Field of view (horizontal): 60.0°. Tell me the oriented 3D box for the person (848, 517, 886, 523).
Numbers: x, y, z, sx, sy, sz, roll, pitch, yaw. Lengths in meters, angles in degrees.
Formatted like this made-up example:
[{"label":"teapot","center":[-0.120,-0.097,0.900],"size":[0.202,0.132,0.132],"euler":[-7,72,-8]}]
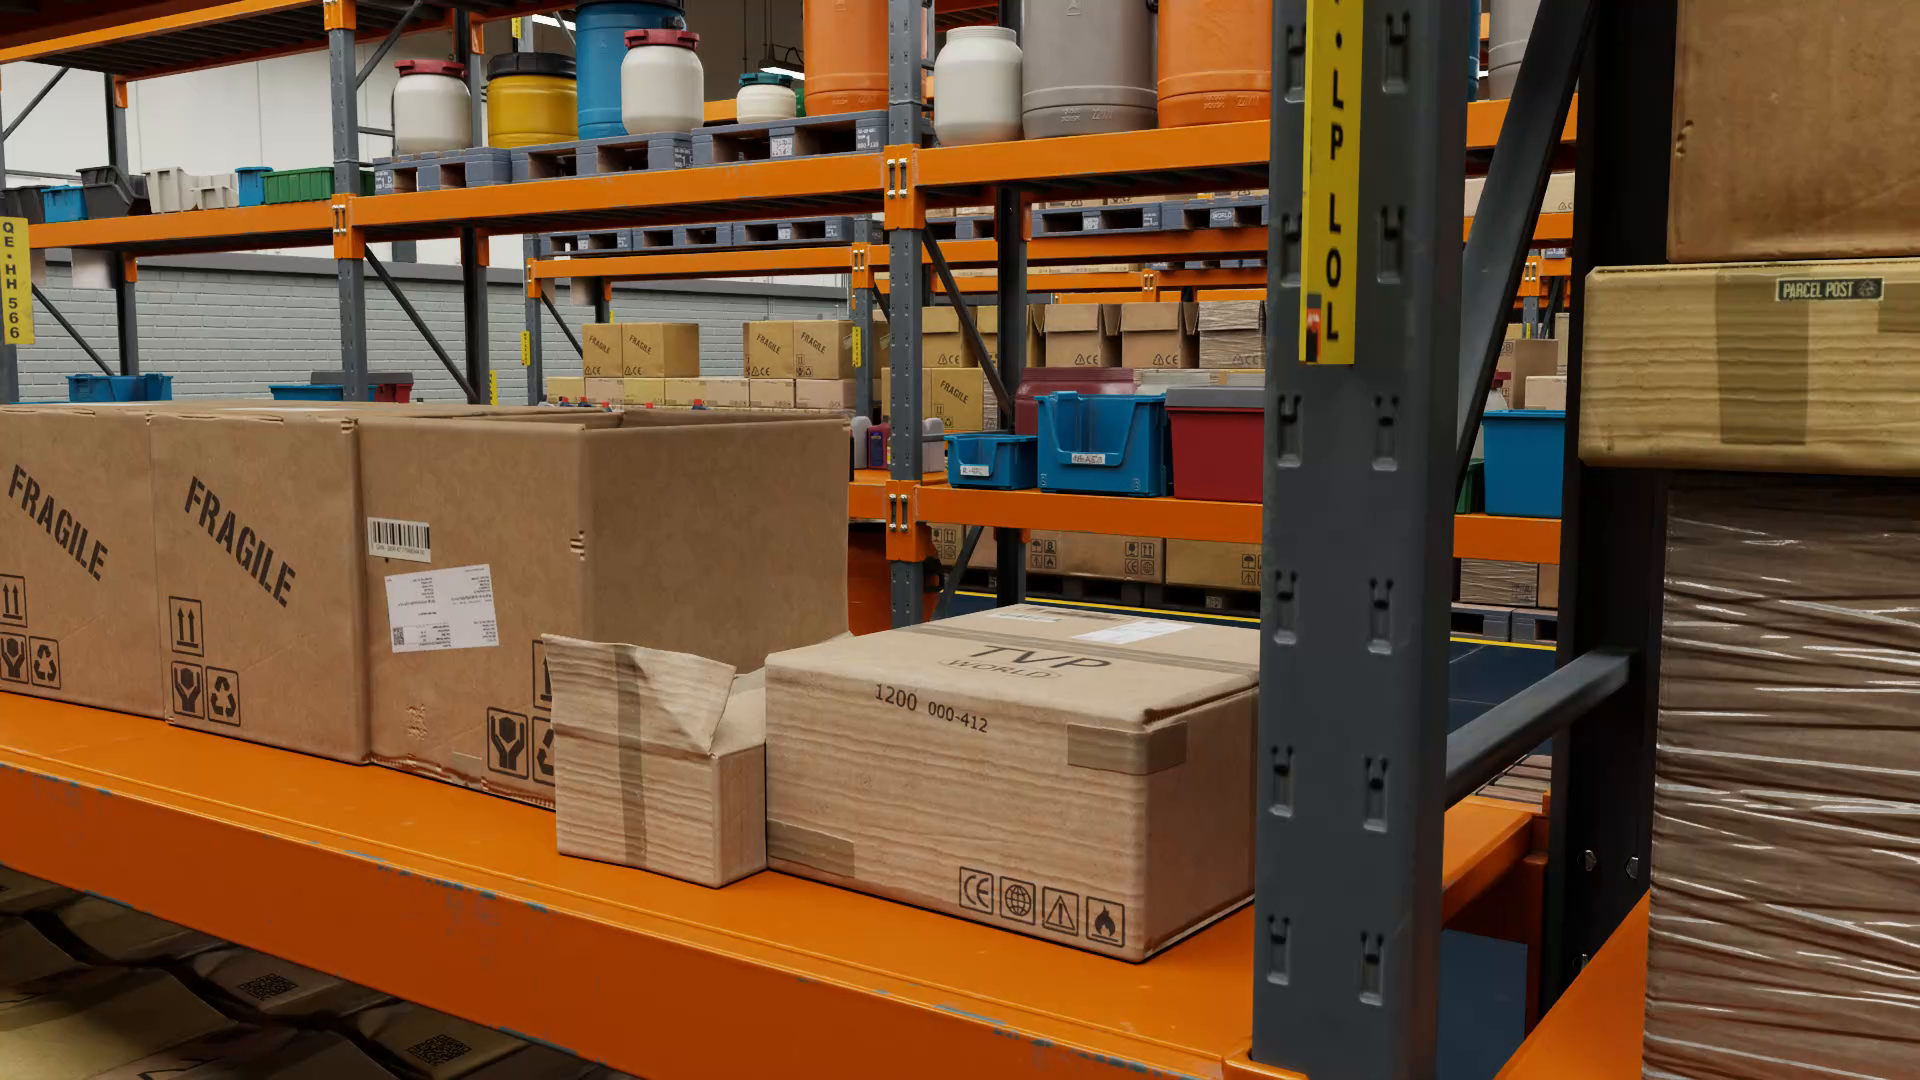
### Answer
[{"label":"person","center":[-0.657,0.060,11.063],"size":[0.882,1.241,0.581],"euler":[4,7,33]}]
